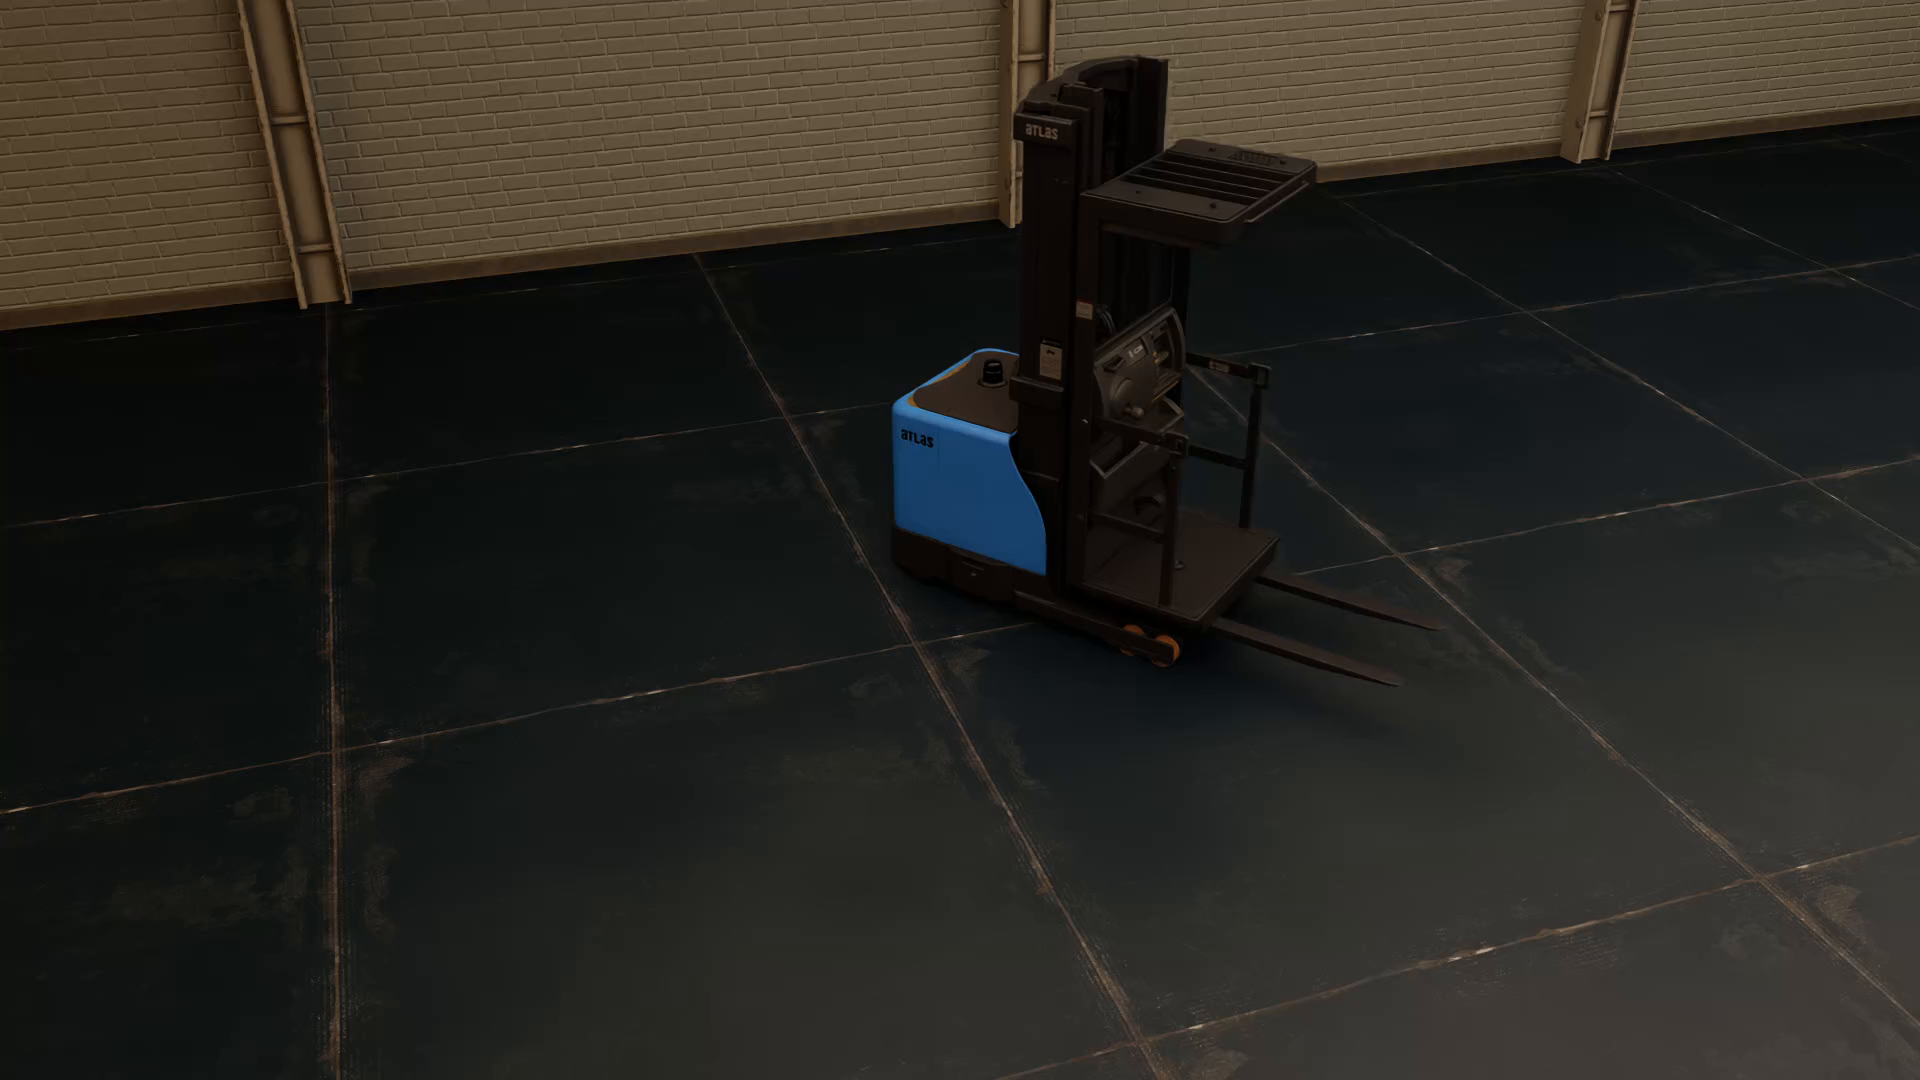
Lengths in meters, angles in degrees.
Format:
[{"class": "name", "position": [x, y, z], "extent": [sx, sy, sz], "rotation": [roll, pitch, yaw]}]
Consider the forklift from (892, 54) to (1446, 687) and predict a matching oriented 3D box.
[{"class": "forklift", "position": [1.121, -0.898, 8.647], "extent": [3.031, 2.935, 1.130], "rotation": [18, 34, 28]}]
